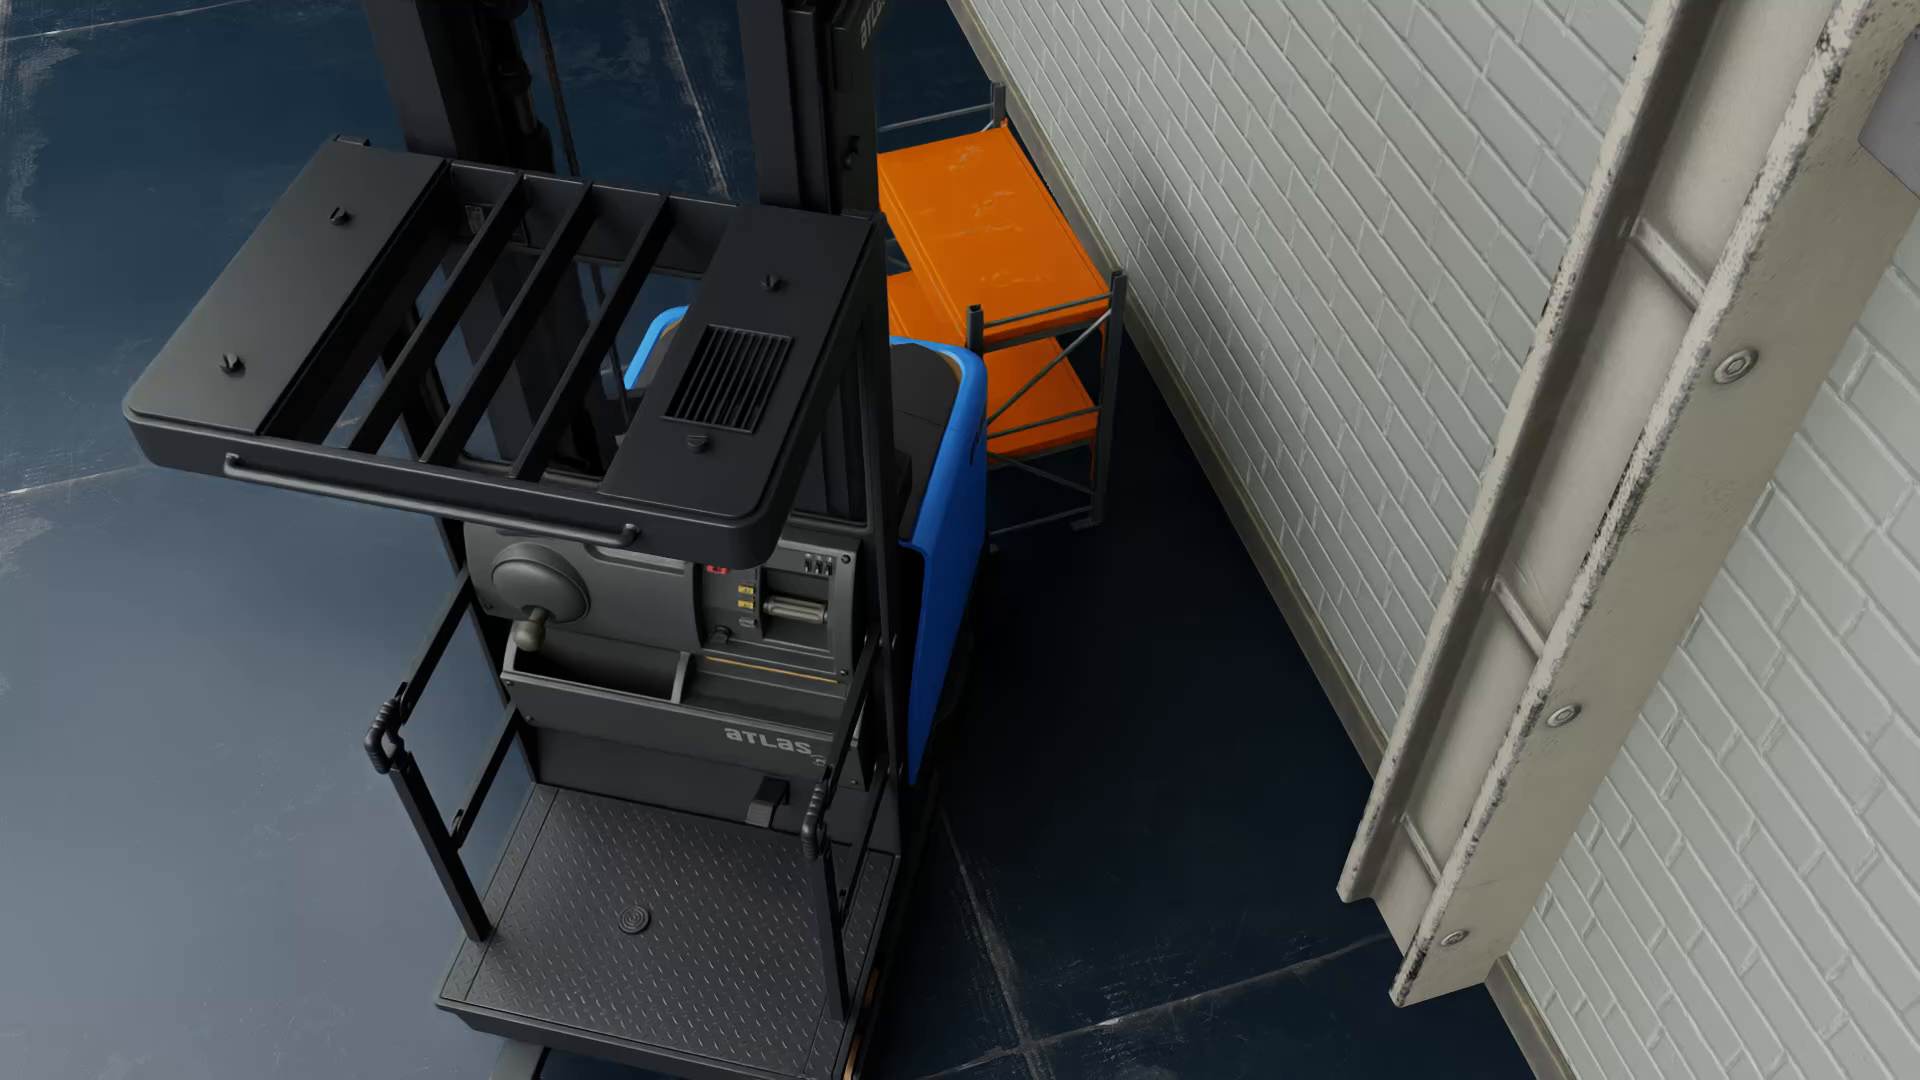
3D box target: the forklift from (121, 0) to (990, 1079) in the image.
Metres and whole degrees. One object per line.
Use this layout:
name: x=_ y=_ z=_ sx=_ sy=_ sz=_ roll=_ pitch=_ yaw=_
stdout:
forklift: x=-0.731 y=0.212 z=3.654 sx=1.130 sy=2.935 sz=3.031 roll=10 pitch=51 yaw=8

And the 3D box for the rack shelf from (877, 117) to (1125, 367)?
rack shelf: x=0.086 y=-0.926 z=5.412 sx=0.538 sy=0.278 sz=1.000 roll=-15 pitch=52 yaw=-13

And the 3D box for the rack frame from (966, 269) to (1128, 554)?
rack frame: x=0.259 y=-0.372 z=5.328 sx=0.500 sy=1.125 sz=0.032 roll=-15 pitch=52 yaw=-13

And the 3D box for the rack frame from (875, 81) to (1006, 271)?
rack frame: x=-0.086 y=-1.103 z=5.944 sx=0.500 sy=1.125 sz=0.032 roll=-15 pitch=52 yaw=-13

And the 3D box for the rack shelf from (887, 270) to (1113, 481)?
rack shelf: x=0.086 y=-0.580 z=5.823 sx=0.538 sy=0.278 sz=1.000 roll=-15 pitch=52 yaw=-13

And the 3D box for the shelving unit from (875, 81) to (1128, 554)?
shelving unit: x=0.086 y=-0.738 z=5.636 sx=0.538 sy=1.125 sz=1.048 roll=-15 pitch=52 yaw=-13

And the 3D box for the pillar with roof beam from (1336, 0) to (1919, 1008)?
pillar with roof beam: x=-2.803 y=-0.798 z=0.537 sx=9.100 sy=9.000 sz=0.400 roll=-13 pitch=51 yaw=-11
